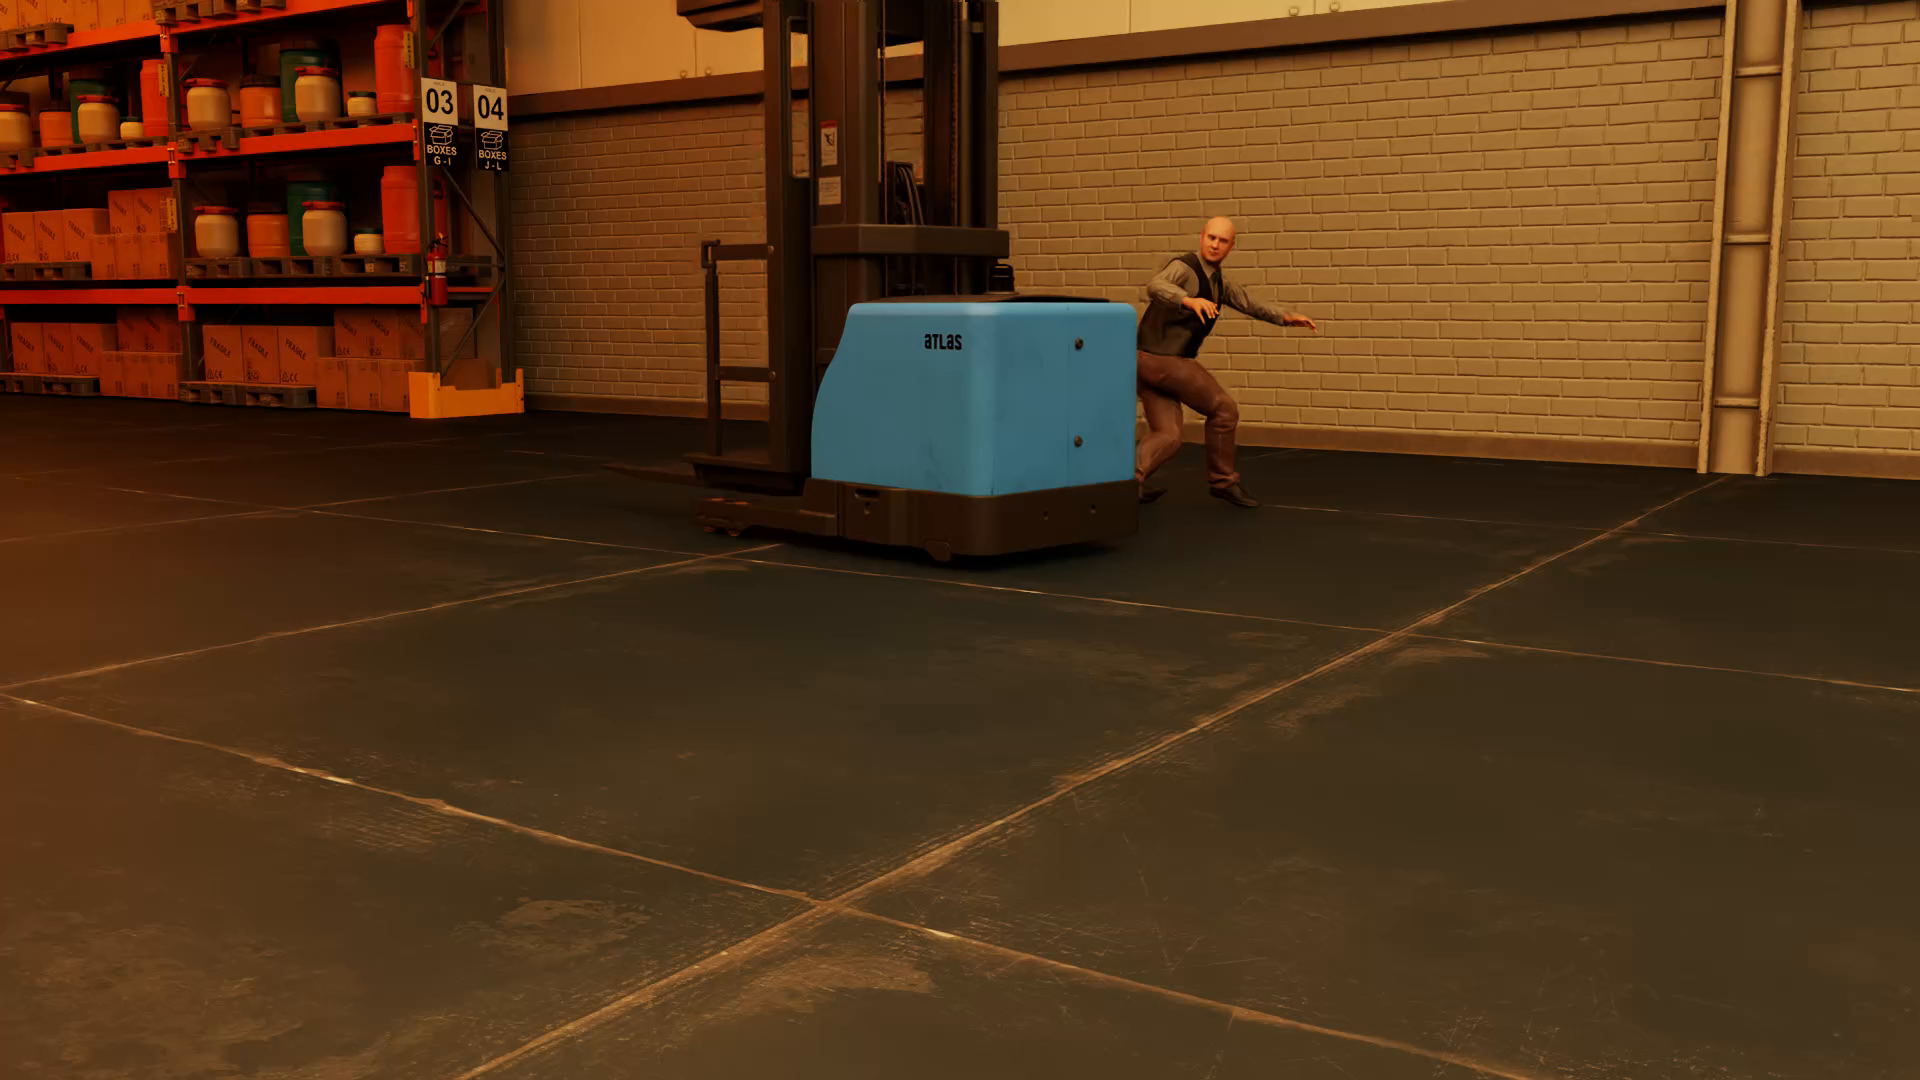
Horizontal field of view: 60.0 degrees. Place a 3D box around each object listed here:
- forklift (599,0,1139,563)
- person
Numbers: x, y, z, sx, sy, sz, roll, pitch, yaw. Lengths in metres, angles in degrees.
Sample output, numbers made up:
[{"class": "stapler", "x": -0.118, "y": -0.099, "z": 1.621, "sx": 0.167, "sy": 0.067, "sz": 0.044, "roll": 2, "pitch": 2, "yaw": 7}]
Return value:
[{"class": "forklift", "x": -0.613, "y": -1.512, "z": 7.826, "sx": 3.031, "sy": 2.935, "sz": 1.130, "roll": 8, "pitch": 11, "yaw": 44}, {"class": "person", "x": 1.312, "y": -0.894, "z": 8.563, "sx": 1.065, "sy": 1.530, "sz": 0.909, "roll": 1, "pitch": 8, "yaw": 4}]
